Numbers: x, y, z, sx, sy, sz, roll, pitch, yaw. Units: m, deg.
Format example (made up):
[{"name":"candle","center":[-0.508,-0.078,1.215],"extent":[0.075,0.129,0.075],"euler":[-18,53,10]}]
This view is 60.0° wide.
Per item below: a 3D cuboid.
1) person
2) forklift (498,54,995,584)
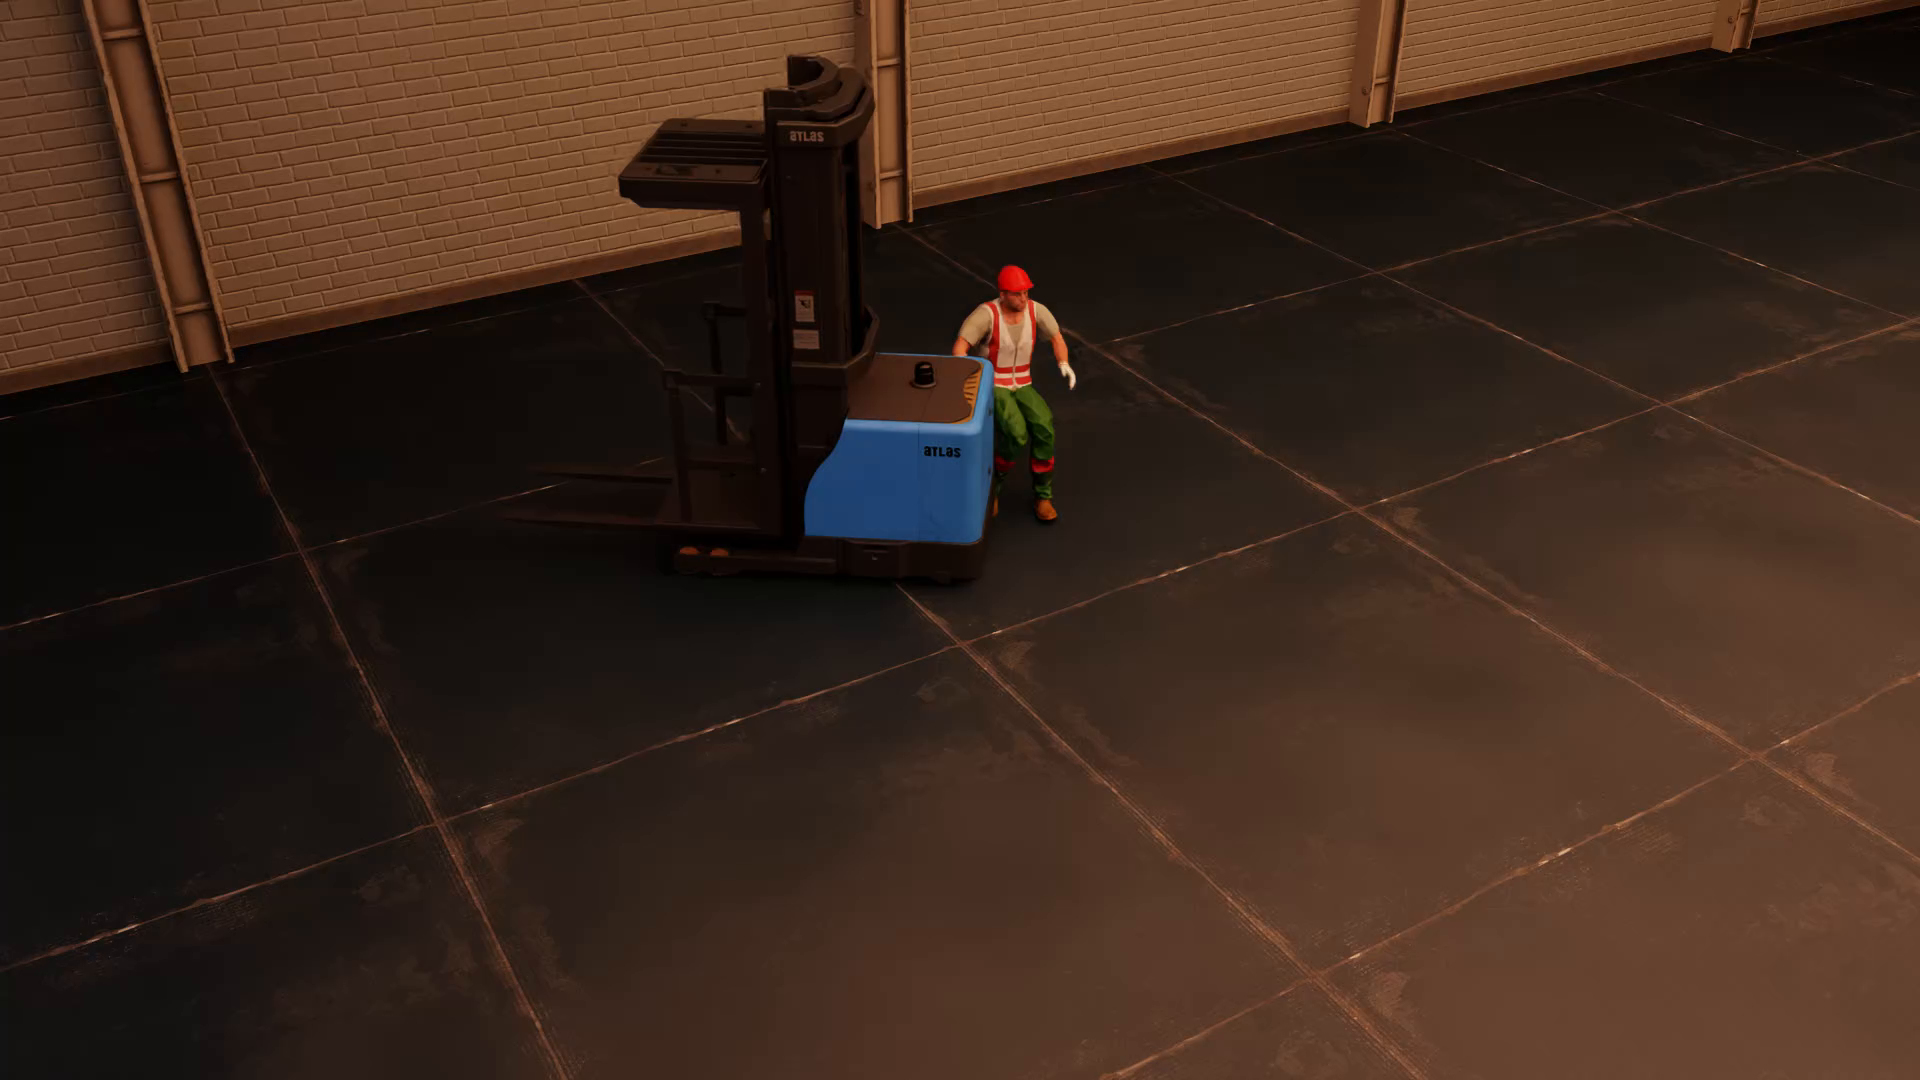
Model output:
[{"name":"person","center":[0.424,-0.948,10.619],"extent":[0.817,1.547,0.882],"euler":[-18,35,-28]},{"name":"forklift","center":[-1.326,-1.303,9.822],"extent":[3.031,2.935,1.130],"euler":[3,31,5]}]
